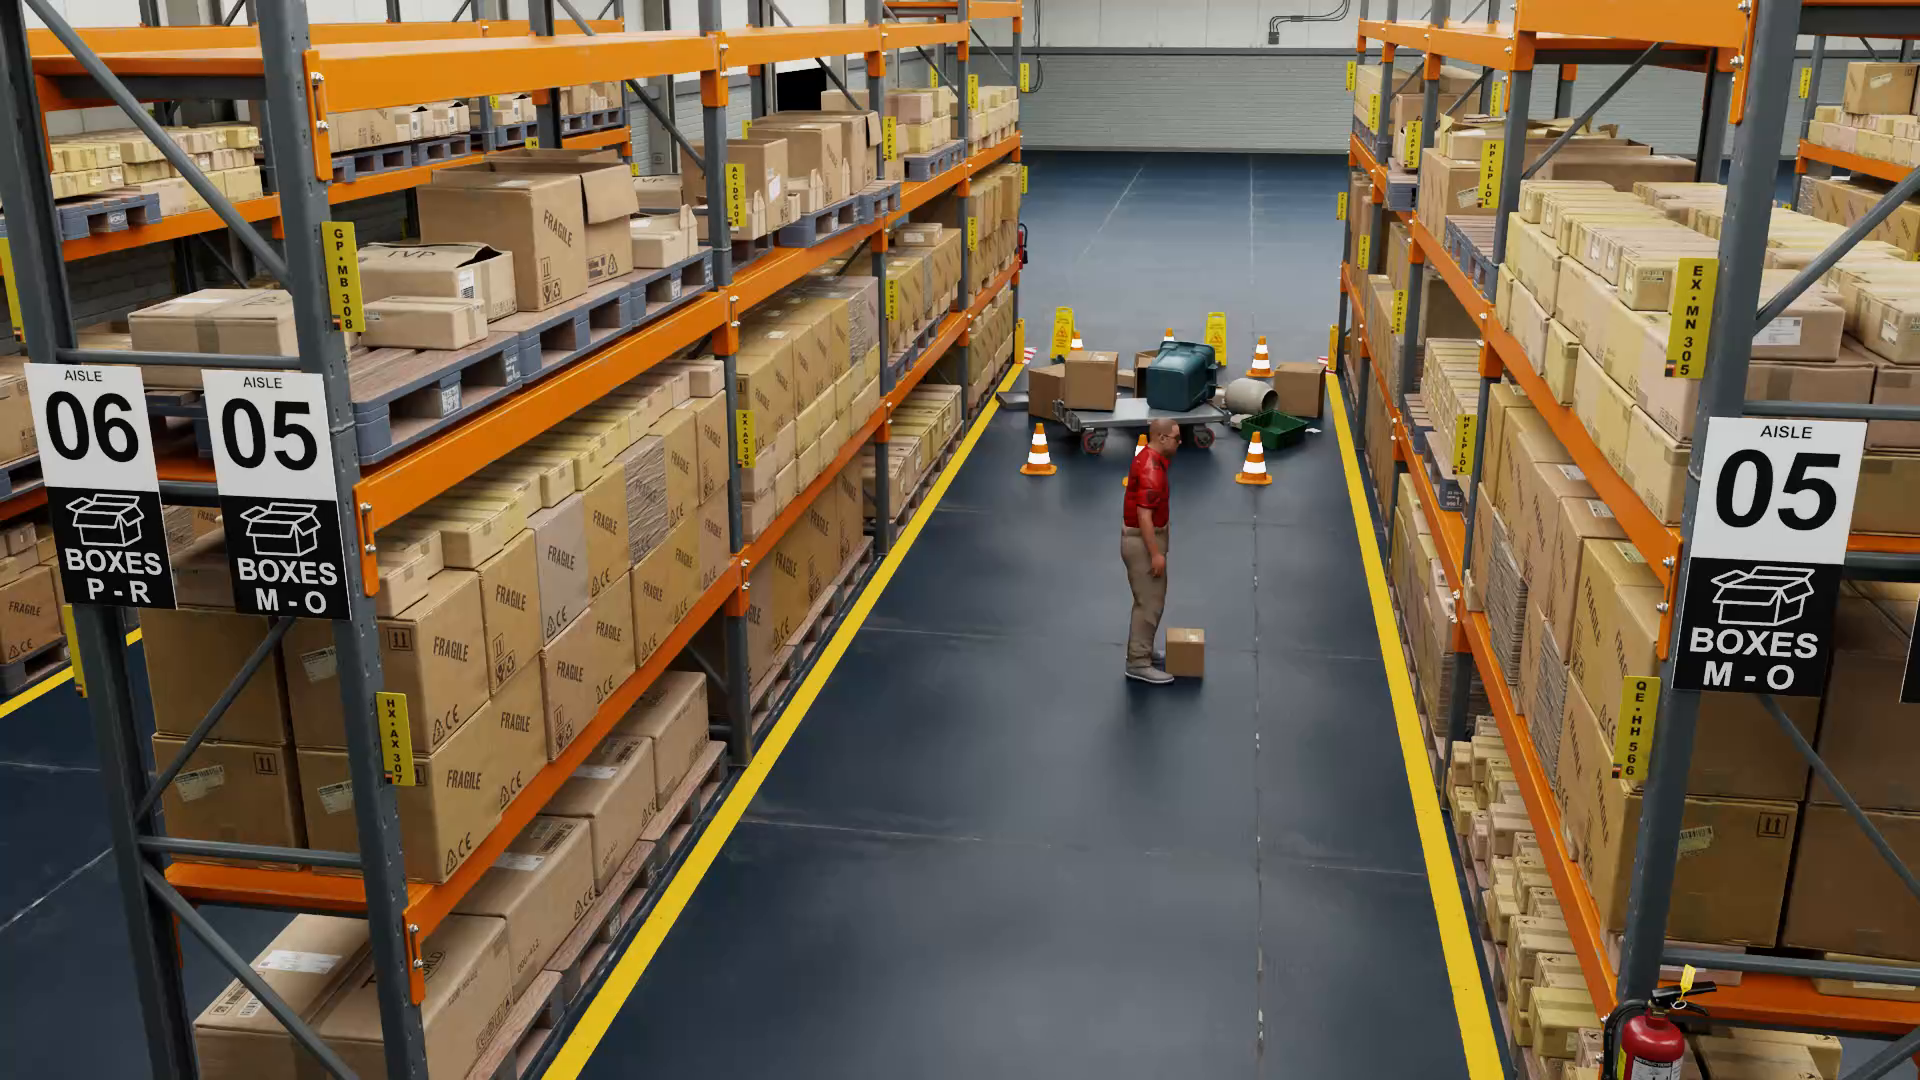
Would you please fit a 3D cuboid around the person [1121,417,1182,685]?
[{"bbox_3d":[1.253,0.039,10.953,0.383,1.728,0.601,2,18,7],"label":"person"}]
